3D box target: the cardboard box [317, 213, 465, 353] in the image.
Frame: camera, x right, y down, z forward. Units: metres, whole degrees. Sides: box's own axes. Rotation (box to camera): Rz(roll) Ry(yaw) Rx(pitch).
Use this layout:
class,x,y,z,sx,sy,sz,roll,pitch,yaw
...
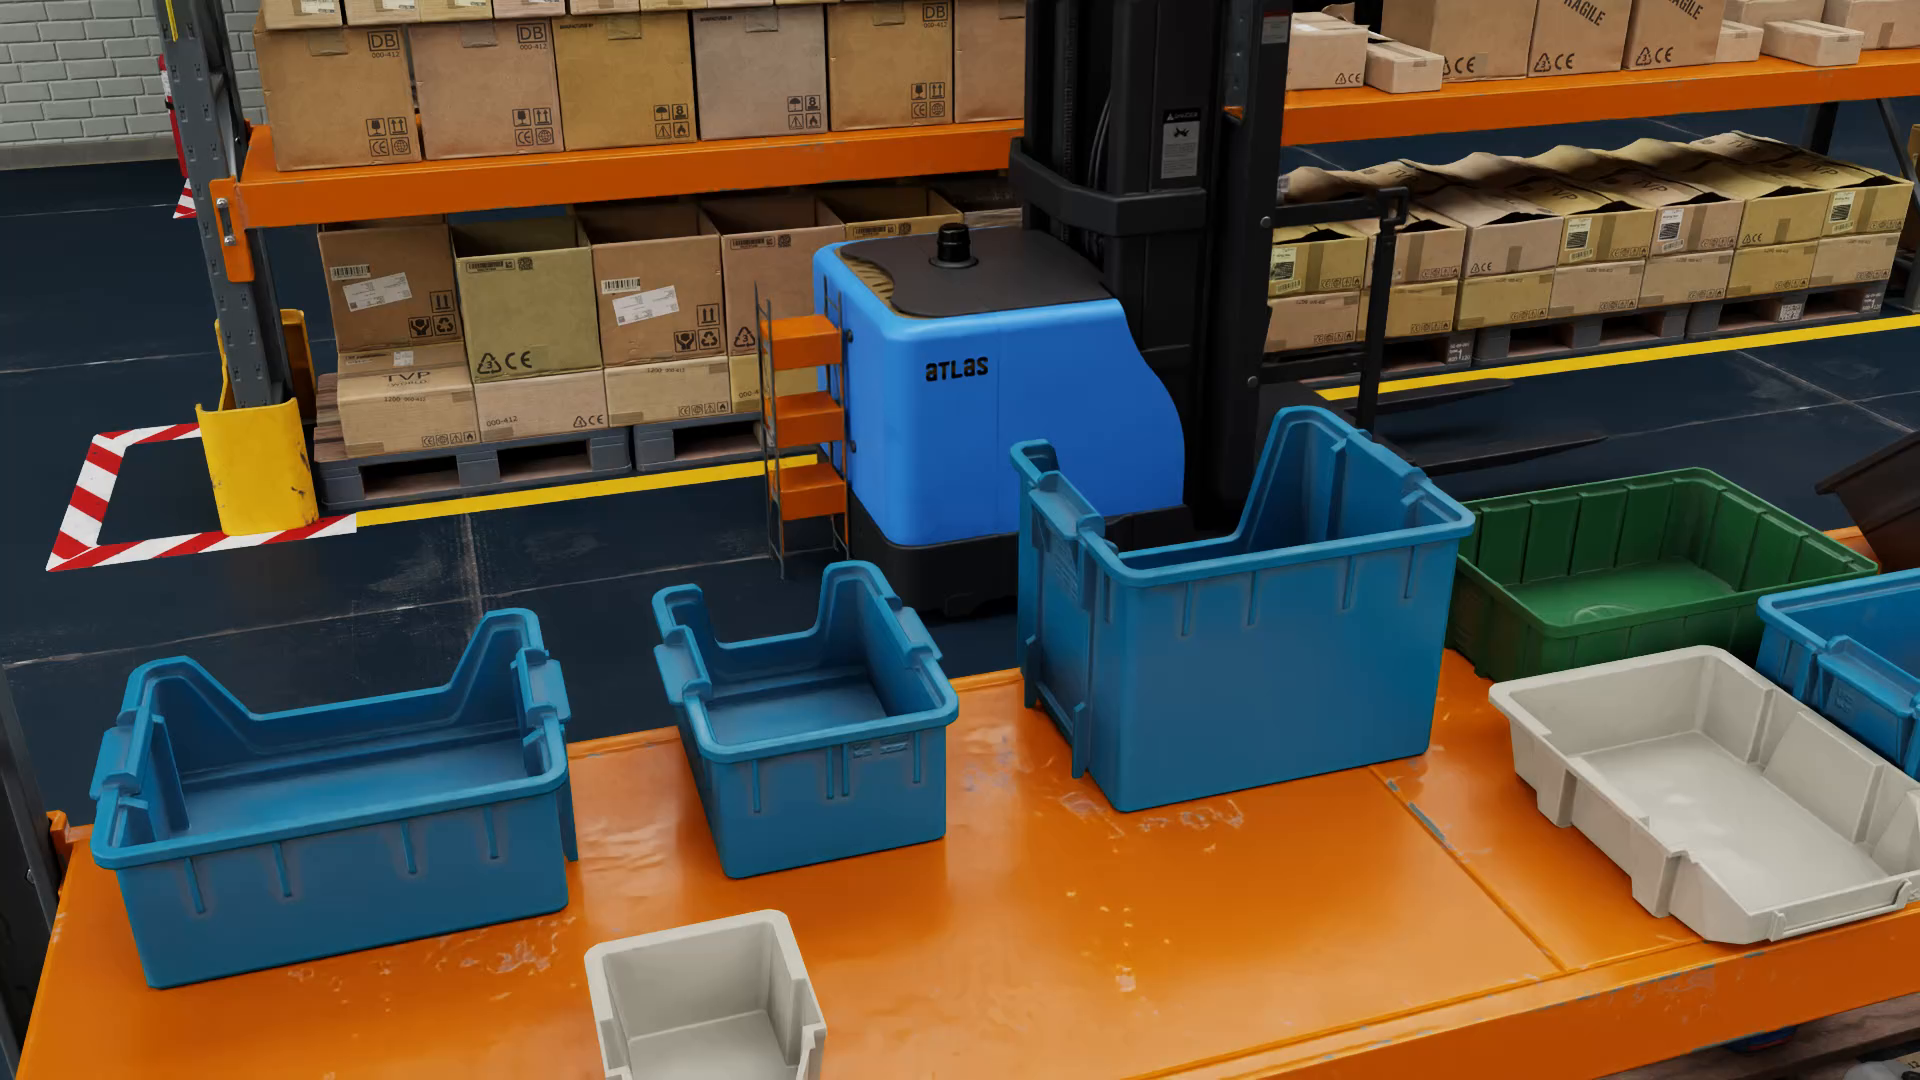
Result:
class,x,y,z,sx,sy,sz,roll,pitch,yaw
cardboard box,-2.358,-1.116,6.902,0.500,0.500,0.500,-8,28,-16

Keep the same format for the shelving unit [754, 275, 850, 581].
class,x,y,z,sx,sy,sz,roll,pitch,yaw
shelving unit,-0.549,-0.382,5.840,0.252,1.050,0.215,-9,28,-17

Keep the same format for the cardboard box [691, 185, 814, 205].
class,x,y,z,sx,sy,sz,roll,pitch,yaw
cardboard box,-0.936,-1.328,7.329,0.500,0.500,0.500,-8,28,-16

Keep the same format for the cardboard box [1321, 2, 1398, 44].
class,x,y,z,sx,sy,sz,roll,pitch,yaw
cardboard box,1.807,-2.313,7.688,0.258,0.266,0.396,-9,28,-17

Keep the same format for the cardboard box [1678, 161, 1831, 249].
class,x,y,z,sx,sy,sz,roll,pitch,yaw
cardboard box,3.917,-1.683,8.256,0.500,0.311,0.500,-9,28,-17

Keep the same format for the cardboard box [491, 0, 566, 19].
class,x,y,z,sx,sy,sz,roll,pitch,yaw
cardboard box,-1.608,-2.027,6.119,0.250,0.149,0.380,-9,28,-17

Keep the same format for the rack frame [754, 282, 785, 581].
class,x,y,z,sx,sy,sz,roll,pitch,yaw
rack frame,-0.664,-0.364,5.803,0.008,1.050,0.200,-9,28,-17

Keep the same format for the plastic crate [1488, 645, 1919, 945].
class,x,y,z,sx,sy,sz,roll,pitch,yaw
plastic crate,1.092,0.369,2.430,0.437,0.136,0.530,-8,28,-16

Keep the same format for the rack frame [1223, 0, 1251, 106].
class,x,y,z,sx,sy,sz,roll,pitch,yaw
rack frame,1.027,-2.175,7.258,0.127,3.000,1.000,-8,28,-16

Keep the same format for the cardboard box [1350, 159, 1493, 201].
class,x,y,z,sx,sy,sz,roll,pitch,yaw
cardboard box,2.292,-1.702,8.293,0.500,0.311,0.500,-8,28,-16

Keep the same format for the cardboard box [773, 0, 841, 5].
class,x,y,z,sx,sy,sz,roll,pitch,yaw
cardboard box,-0.624,-2.170,6.406,0.250,0.149,0.380,-7,27,-14

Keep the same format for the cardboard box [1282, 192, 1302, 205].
class,x,y,z,sx,sy,sz,roll,pitch,yaw
cardboard box,1.324,-1.560,8.007,0.500,0.311,0.500,-8,28,-16

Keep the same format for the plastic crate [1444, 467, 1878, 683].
class,x,y,z,sx,sy,sz,roll,pitch,yaw
plastic crate,1.180,0.082,2.949,0.662,0.188,0.450,-8,28,-16

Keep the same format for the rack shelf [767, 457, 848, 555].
class,x,y,z,sx,sy,sz,roll,pitch,yaw
rack shelf,-0.549,-0.124,5.968,0.240,0.259,0.215,-9,28,-17

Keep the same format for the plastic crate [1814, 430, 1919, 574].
class,x,y,z,sx,sy,sz,roll,pitch,yaw
plastic crate,2.021,-0.034,3.015,0.504,0.338,0.767,-8,28,-16

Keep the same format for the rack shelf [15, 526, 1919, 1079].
class,x,y,z,sx,sy,sz,roll,pitch,yaw
rack shelf,0.656,0.518,2.643,4.000,0.370,1.077,-8,28,-16

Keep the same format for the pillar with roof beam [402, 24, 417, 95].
class,x,y,z,sx,sy,sz,roll,pitch,yaw
pillar with roof beam,-2.583,-5.047,6.296,0.400,9.000,9.100,-8,28,-16

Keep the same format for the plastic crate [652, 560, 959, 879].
class,x,y,z,sx,sy,sz,roll,pitch,yaw
plastic crate,-0.243,0.255,2.530,0.408,0.251,0.499,-8,28,-16

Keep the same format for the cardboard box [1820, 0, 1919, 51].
class,x,y,z,sx,sy,sz,roll,pitch,yaw
cardboard box,4.471,-2.654,8.323,0.500,0.311,0.500,-7,27,-13

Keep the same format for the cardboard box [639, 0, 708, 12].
class,x,y,z,sx,sy,sz,roll,pitch,yaw
cardboard box,-1.112,-2.101,6.266,0.250,0.149,0.380,-9,28,-17

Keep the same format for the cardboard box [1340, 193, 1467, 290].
class,x,y,z,sx,sy,sz,roll,pitch,yaw
cardboard box,1.975,-1.401,7.688,0.500,0.311,0.500,-9,28,-17

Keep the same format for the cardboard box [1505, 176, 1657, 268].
class,x,y,z,sx,sy,sz,roll,pitch,yaw
cardboard box,2.959,-1.546,7.981,0.500,0.311,0.500,-7,27,-15

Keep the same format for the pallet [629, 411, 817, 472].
class,x,y,z,sx,sy,sz,roll,pitch,yaw
pallet,-0.904,-0.665,7.351,1.213,0.211,1.003,-8,28,-16

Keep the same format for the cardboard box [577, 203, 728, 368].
class,x,y,z,sx,sy,sz,roll,pitch,yaw
cardboard box,-1.251,-1.040,6.749,0.500,0.500,0.500,-8,28,-16

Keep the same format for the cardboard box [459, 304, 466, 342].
class,x,y,z,sx,sy,sz,roll,pitch,yaw
cardboard box,-1.886,-0.853,7.215,0.500,0.250,0.500,-8,28,-16

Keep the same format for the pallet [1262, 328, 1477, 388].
class,x,y,z,sx,sy,sz,roll,pitch,yaw
pallet,1.716,-1.044,8.115,1.213,0.211,1.003,-8,28,-16

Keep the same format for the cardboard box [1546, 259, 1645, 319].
class,x,y,z,sx,sy,sz,roll,pitch,yaw
cardboard box,2.950,-1.294,8.103,0.500,0.250,0.500,-8,27,-15

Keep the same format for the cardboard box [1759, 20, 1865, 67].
class,x,y,z,sx,sy,sz,roll,pitch,yaw
cardboard box,4.061,-2.373,7.938,0.250,0.149,0.380,-8,28,-16

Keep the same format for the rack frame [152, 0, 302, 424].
class,x,y,z,sx,sy,sz,roll,pitch,yaw
rack frame,-2.776,-1.624,6.148,0.127,3.000,1.000,-8,28,-16

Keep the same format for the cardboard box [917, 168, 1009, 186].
class,x,y,z,sx,sy,sz,roll,pitch,yaw
cardboard box,0.017,-1.464,7.602,0.500,0.500,0.500,-8,28,-16

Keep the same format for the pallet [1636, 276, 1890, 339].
class,x,y,z,sx,sy,sz,roll,pitch,yaw
pallet,4.036,-1.380,8.792,1.213,0.211,1.003,-8,28,-16

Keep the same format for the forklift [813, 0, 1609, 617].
class,x,y,z,sx,sy,sz,roll,pitch,yaw
forklift,1.030,-1.437,5.848,3.031,2.935,1.130,-9,28,-17

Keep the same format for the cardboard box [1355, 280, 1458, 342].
class,x,y,z,sx,sy,sz,roll,pitch,yaw
cardboard box,1.974,-1.152,7.817,0.500,0.250,0.500,-8,27,-15

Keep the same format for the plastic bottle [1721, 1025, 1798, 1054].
class,x,y,z,sx,sy,sz,roll,pitch,yaw
plastic bottle,1.706,0.906,3.536,0.185,0.351,0.144,-8,28,-16

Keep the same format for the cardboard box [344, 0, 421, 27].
class,x,y,z,sx,sy,sz,roll,pitch,yaw
cardboard box,-2.086,-1.960,5.983,0.250,0.149,0.380,-9,28,-17

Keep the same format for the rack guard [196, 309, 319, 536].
class,x,y,z,sx,sy,sz,roll,pitch,yaw
rack guard,-2.799,-0.501,6.697,0.348,0.500,1.175,-8,28,-16

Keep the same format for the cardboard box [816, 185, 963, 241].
class,x,y,z,sx,sy,sz,roll,pitch,yaw
cardboard box,-0.299,-1.177,7.023,0.500,0.500,0.500,-8,28,-16

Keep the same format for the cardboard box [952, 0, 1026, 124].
class,x,y,z,sx,sy,sz,roll,pitch,yaw
cardboard box,0.108,-2.081,6.955,0.500,0.500,0.700,-9,28,-17

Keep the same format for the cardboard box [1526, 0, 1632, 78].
class,x,y,z,sx,sy,sz,roll,pitch,yaw
cardboard box,2.740,-2.460,7.720,0.500,0.500,0.500,-8,28,-16

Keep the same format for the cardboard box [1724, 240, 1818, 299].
class,x,y,z,sx,sy,sz,roll,pitch,yaw
cardboard box,3.917,-1.434,8.386,0.500,0.250,0.500,-9,28,-17

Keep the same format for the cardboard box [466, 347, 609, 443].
class,x,y,z,sx,sy,sz,roll,pitch,yaw
cardboard box,-1.723,-0.631,6.767,0.500,0.250,0.500,-8,28,-16

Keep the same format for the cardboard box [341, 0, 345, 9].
class,x,y,z,sx,sy,sz,roll,pitch,yaw
cardboard box,-2.223,-2.129,6.324,0.250,0.149,0.380,-8,27,-15

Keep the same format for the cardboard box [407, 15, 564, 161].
class,x,y,z,sx,sy,sz,roll,pitch,yaw
cardboard box,-1.830,-1.802,6.394,0.500,0.500,0.700,-8,27,-15

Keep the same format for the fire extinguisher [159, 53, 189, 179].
class,x,y,z,sx,sy,sz,roll,pitch,yaw
fire extinguisher,-3.032,-1.770,6.528,0.183,0.674,0.296,-8,28,-16

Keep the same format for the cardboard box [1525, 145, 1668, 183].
class,x,y,z,sx,sy,sz,roll,pitch,yaw
cardboard box,3.259,-1.840,8.573,0.500,0.311,0.500,-9,28,-17

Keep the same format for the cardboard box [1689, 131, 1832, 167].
class,x,y,z,sx,sy,sz,roll,pitch,yaw
cardboard box,4.242,-1.985,8.865,0.500,0.311,0.500,-7,27,-14

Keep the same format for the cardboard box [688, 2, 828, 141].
class,x,y,z,sx,sy,sz,roll,pitch,yaw
cardboard box,-0.857,-1.942,6.676,0.500,0.500,0.700,-7,27,-15

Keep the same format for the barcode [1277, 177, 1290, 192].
class,x,y,z,sx,sy,sz,roll,pitch,yaw
barcode,1.399,-1.541,7.218,0.075,0.075,0.001,-8,28,-16

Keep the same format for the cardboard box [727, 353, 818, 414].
class,x,y,z,sx,sy,sz,roll,pitch,yaw
cardboard box,-0.770,-0.766,7.040,0.500,0.250,0.500,-8,28,-16

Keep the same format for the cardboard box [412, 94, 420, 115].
class,x,y,z,sx,sy,sz,roll,pitch,yaw
cardboard box,-3.628,-2.768,10.981,0.500,0.311,0.500,-12,29,-22

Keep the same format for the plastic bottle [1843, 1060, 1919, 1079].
class,x,y,z,sx,sy,sz,roll,pitch,yaw
plastic bottle,1.782,1.121,3.188,0.135,0.276,0.152,-8,28,-16

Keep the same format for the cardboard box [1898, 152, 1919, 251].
class,x,y,z,sx,sy,sz,roll,pitch,yaw
cardboard box,5.352,-1.745,8.708,0.500,0.500,0.500,-7,27,-14

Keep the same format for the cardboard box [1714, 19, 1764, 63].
class,x,y,z,sx,sy,sz,roll,pitch,yaw
cardboard box,3.636,-2.414,8.021,0.250,0.149,0.380,-6,27,-12
